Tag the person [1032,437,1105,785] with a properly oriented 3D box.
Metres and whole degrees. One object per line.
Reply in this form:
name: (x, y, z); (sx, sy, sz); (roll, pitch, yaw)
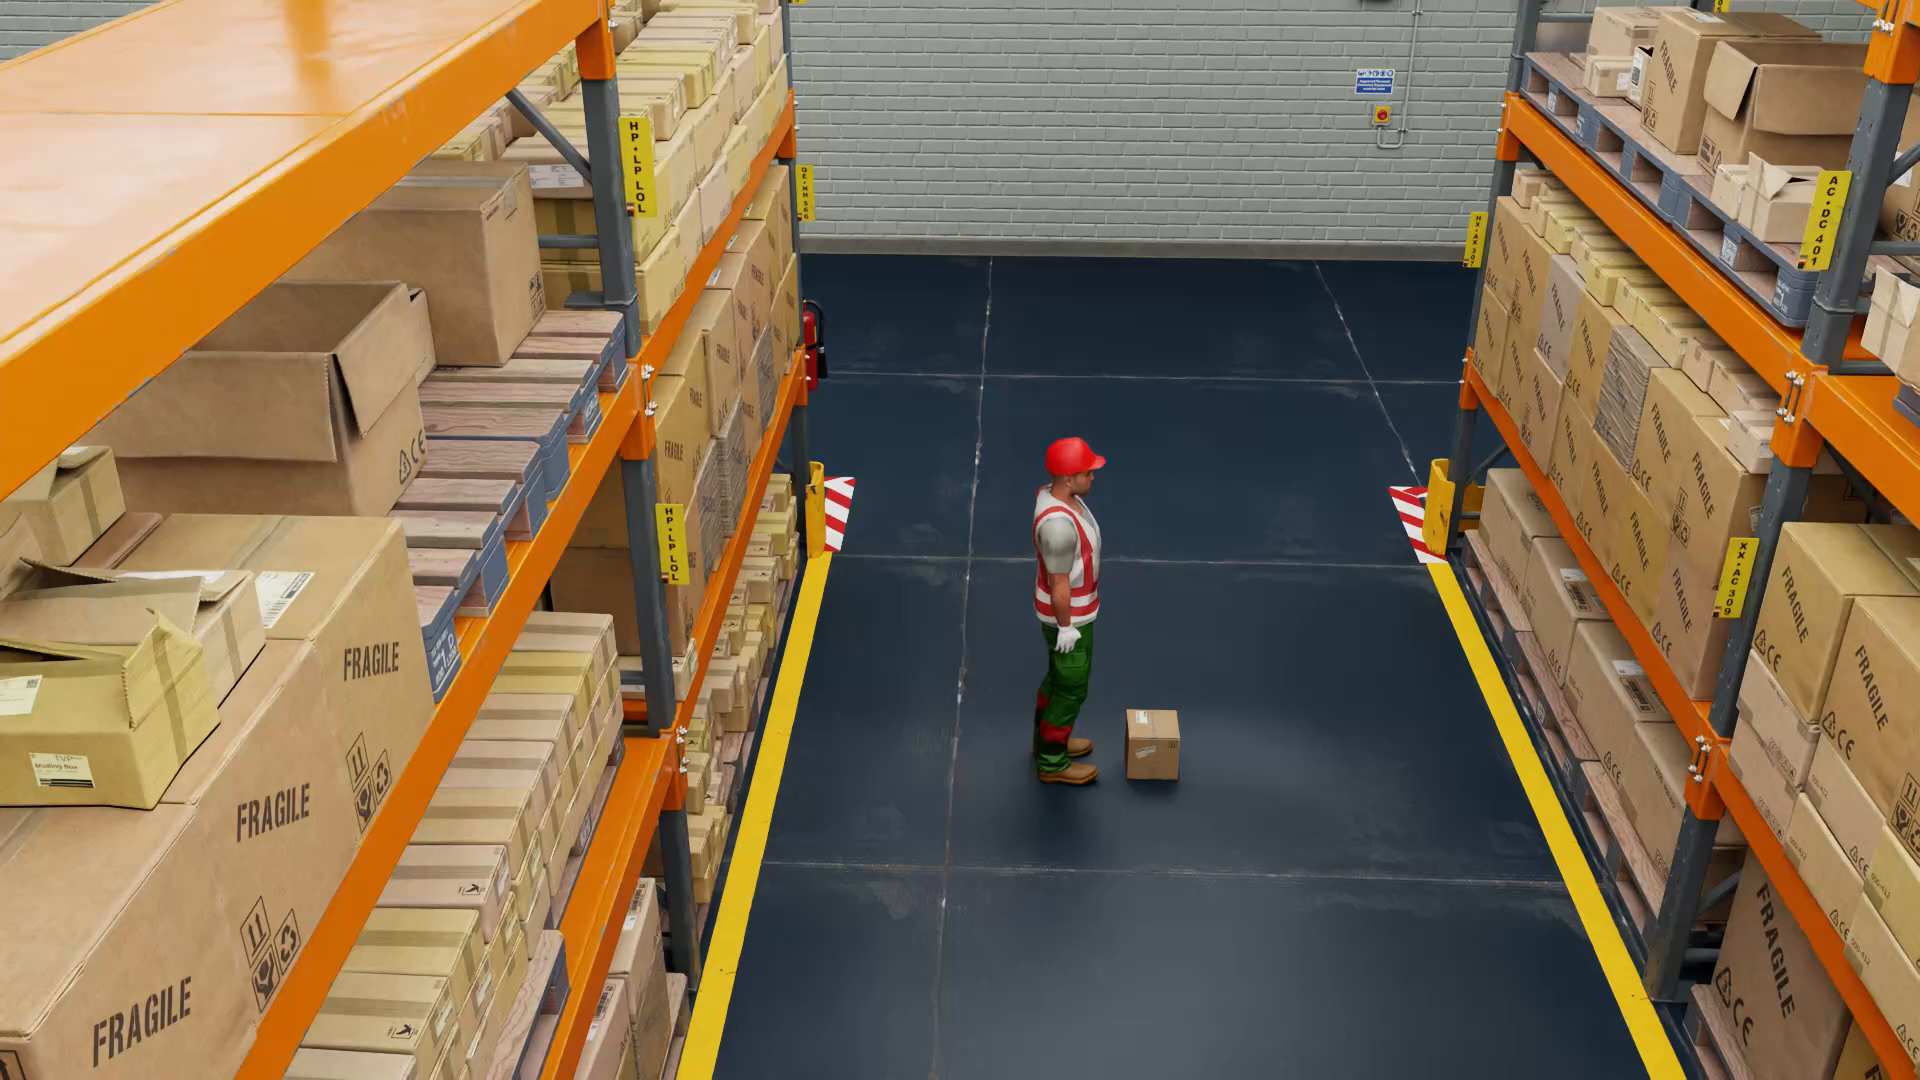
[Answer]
person: (0.515, 0.333, 7.969); (0.356, 1.785, 0.526); (2, 28, 3)
